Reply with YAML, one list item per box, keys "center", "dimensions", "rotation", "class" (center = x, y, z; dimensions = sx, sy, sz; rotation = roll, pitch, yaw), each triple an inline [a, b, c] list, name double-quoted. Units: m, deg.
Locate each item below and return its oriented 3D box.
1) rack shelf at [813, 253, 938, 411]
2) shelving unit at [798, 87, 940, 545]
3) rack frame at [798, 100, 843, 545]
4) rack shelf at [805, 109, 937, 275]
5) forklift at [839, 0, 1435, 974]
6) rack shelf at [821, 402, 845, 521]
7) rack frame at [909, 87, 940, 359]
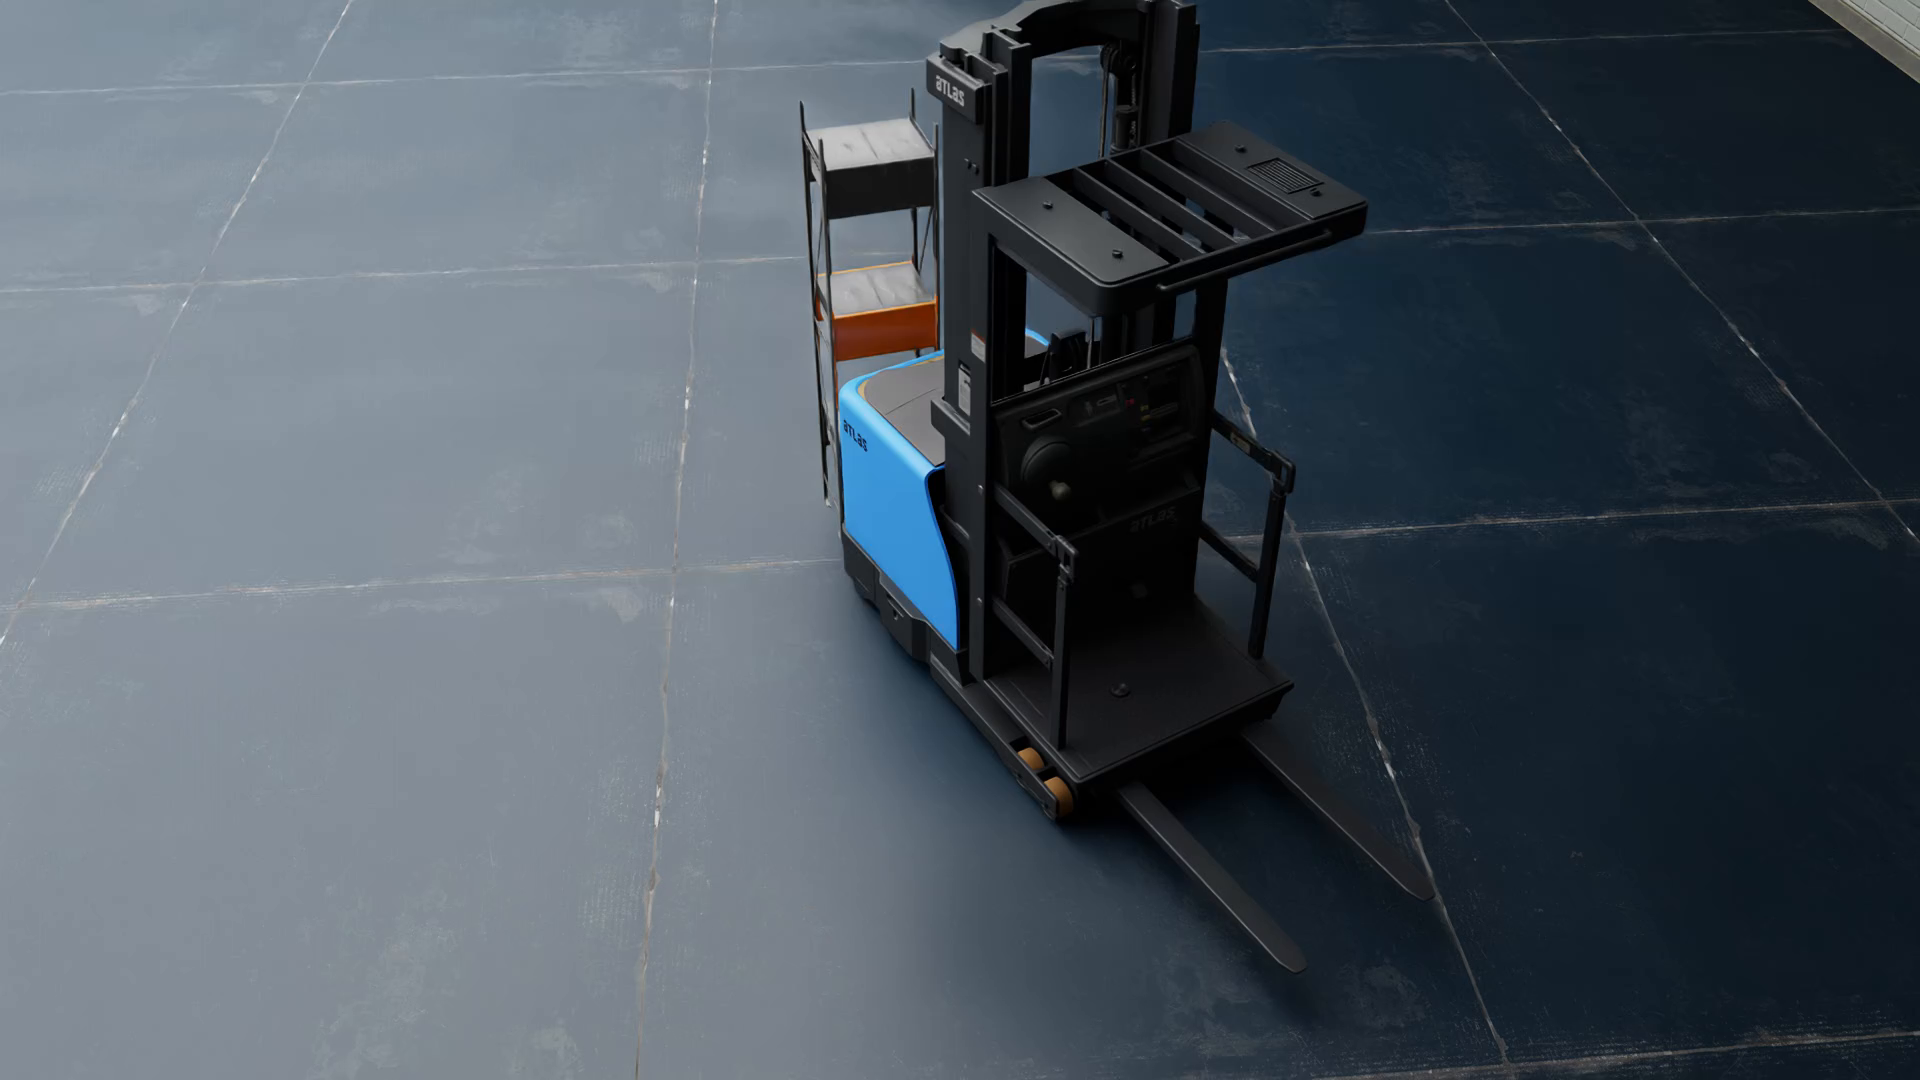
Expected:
- center: [-0.387, -0.952, 7.606]
  dimensions: [0.480, 0.518, 0.431]
  rotation: [-11, 39, -13]
  class: "rack shelf"
- center: [-0.387, -0.963, 7.597]
  dimensions: [0.503, 2.100, 0.431]
  rotation: [-11, 39, -13]
  class: "shelving unit"
- center: [-0.620, -0.919, 7.542]
  dimensions: [0.015, 2.100, 0.400]
  rotation: [-11, 39, -13]
  class: "rack frame"
- center: [-0.387, -1.502, 7.172]
  dimensions: [0.480, 0.518, 0.431]
  rotation: [-11, 39, -13]
  class: "rack shelf"
- center: [0.659, -0.369, 6.173]
  dimensions: [1.130, 2.935, 3.031]
  rotation: [-21, 43, -24]
  class: "forklift"
- center: [-0.387, -0.403, 8.039]
  dimensions: [0.480, 0.518, 0.431]
  rotation: [-11, 39, -13]
  class: "rack shelf"
- center: [-0.153, -1.007, 7.653]
  dimensions: [0.015, 2.100, 0.400]
  rotation: [-11, 39, -13]
  class: "rack frame"
